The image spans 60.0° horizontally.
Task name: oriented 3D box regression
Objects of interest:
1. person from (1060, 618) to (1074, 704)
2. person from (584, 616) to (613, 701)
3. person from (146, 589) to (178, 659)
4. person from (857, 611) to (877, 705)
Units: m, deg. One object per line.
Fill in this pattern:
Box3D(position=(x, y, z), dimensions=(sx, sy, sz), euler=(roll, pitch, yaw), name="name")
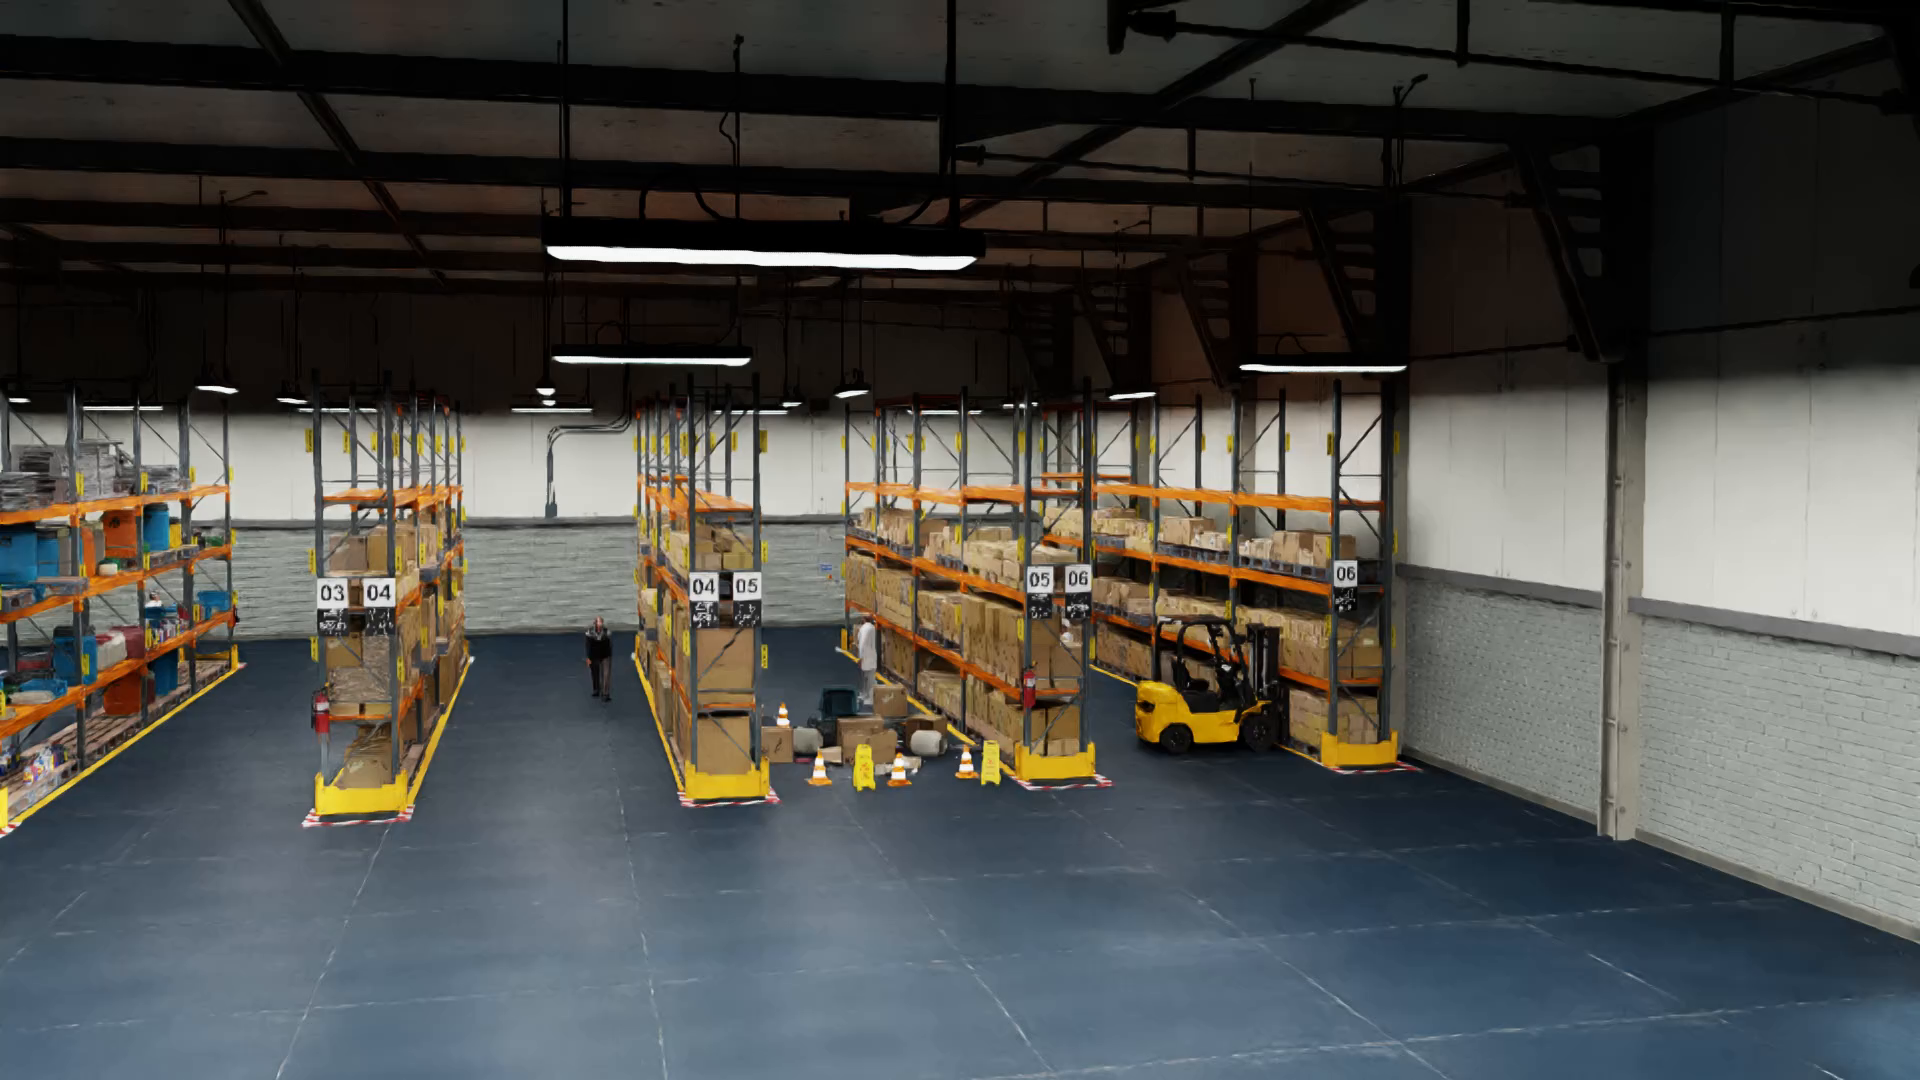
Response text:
Box3D(position=(1.867, 2.323, 30.657), dimensions=(0.489, 1.787, 0.606), euler=(1, 3, 16), name="person")
Box3D(position=(-7.054, 2.295, 32.461), dimensions=(0.543, 1.647, 1.115), euler=(-1, 3, -11), name="person")
Box3D(position=(-18.434, 1.957, 38.123), dimensions=(0.550, 1.670, 0.605), euler=(1, 4, 23), name="person")
Box3D(position=(-1.817, 2.253, 31.926), dimensions=(0.643, 1.773, 0.673), euler=(1, 3, 10), name="person")
